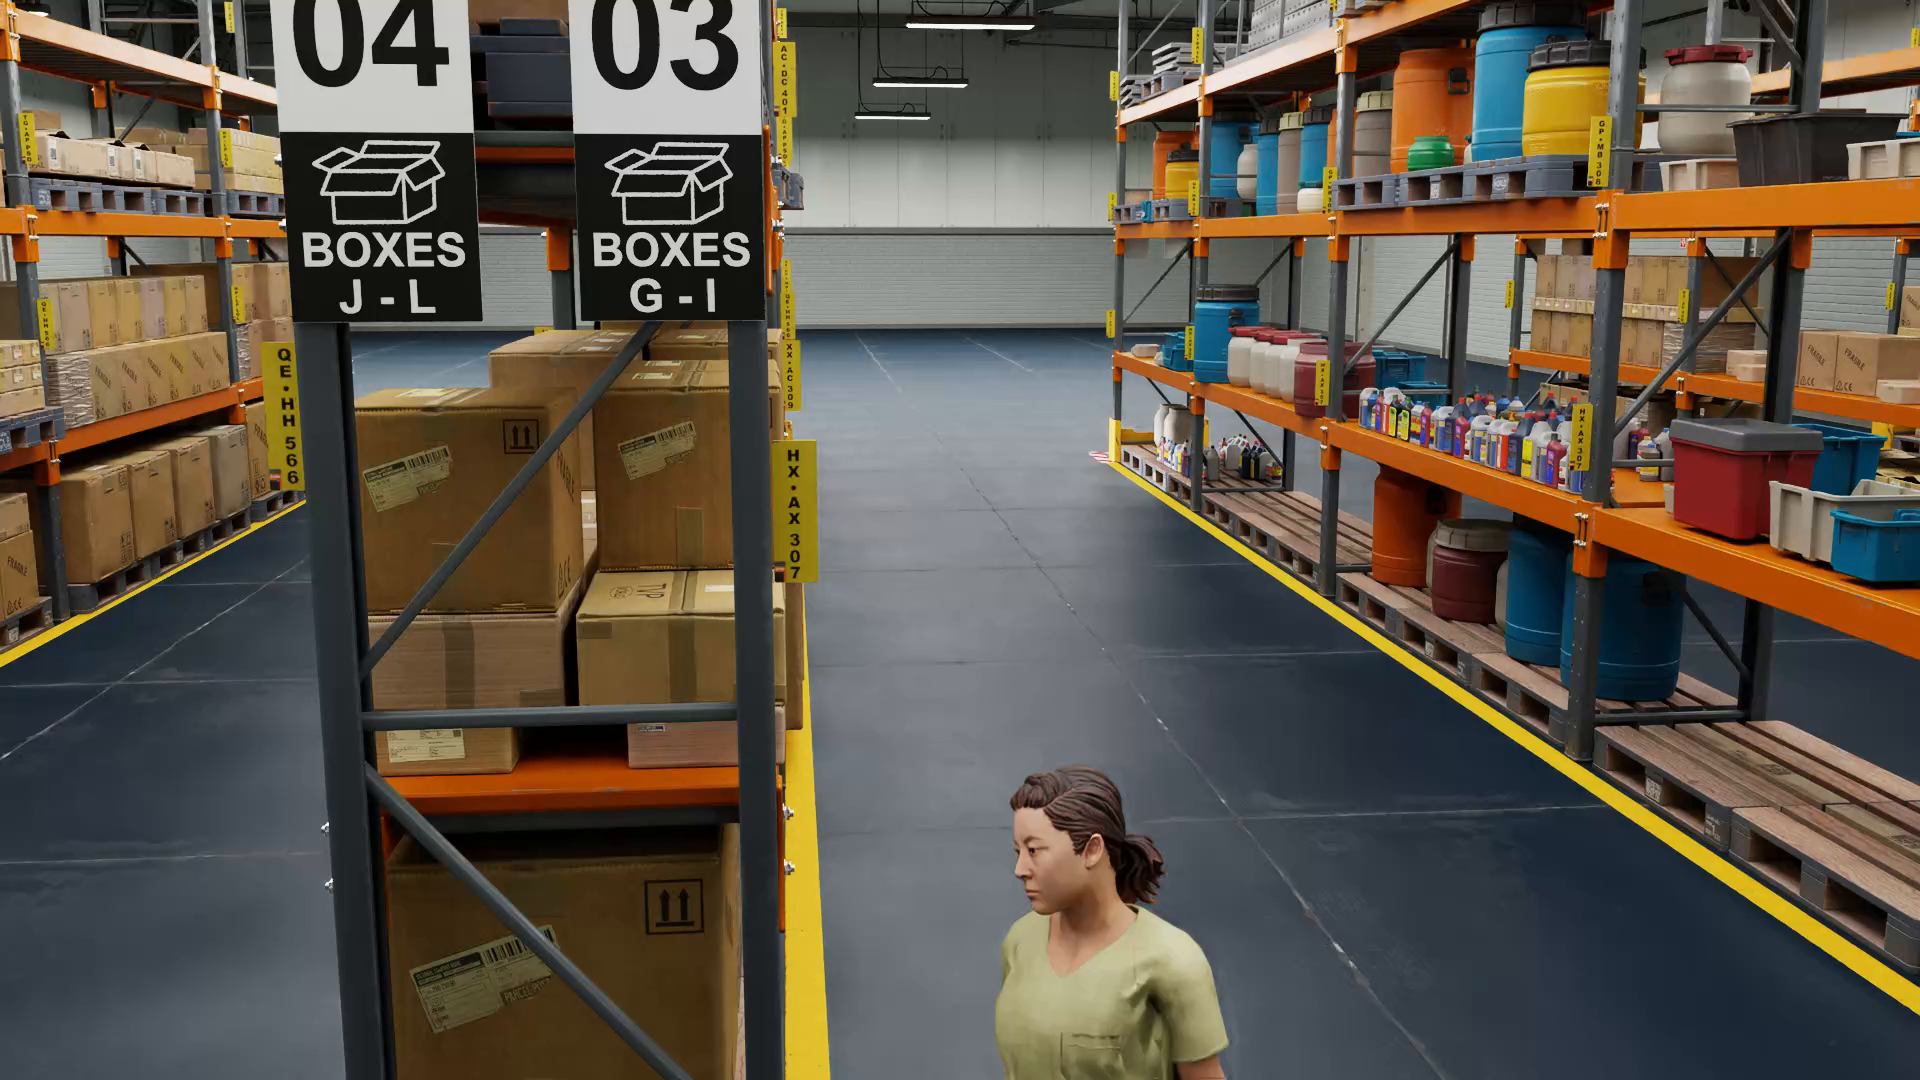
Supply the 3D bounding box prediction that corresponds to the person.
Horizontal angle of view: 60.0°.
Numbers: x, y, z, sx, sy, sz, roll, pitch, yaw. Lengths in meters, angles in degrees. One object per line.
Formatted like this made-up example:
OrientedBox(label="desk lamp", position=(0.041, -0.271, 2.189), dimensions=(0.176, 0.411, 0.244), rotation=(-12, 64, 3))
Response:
OrientedBox(label="person", position=(0.278, 1.218, 2.991), dimensions=(0.508, 1.640, 0.503), rotation=(9, 13, 41))
